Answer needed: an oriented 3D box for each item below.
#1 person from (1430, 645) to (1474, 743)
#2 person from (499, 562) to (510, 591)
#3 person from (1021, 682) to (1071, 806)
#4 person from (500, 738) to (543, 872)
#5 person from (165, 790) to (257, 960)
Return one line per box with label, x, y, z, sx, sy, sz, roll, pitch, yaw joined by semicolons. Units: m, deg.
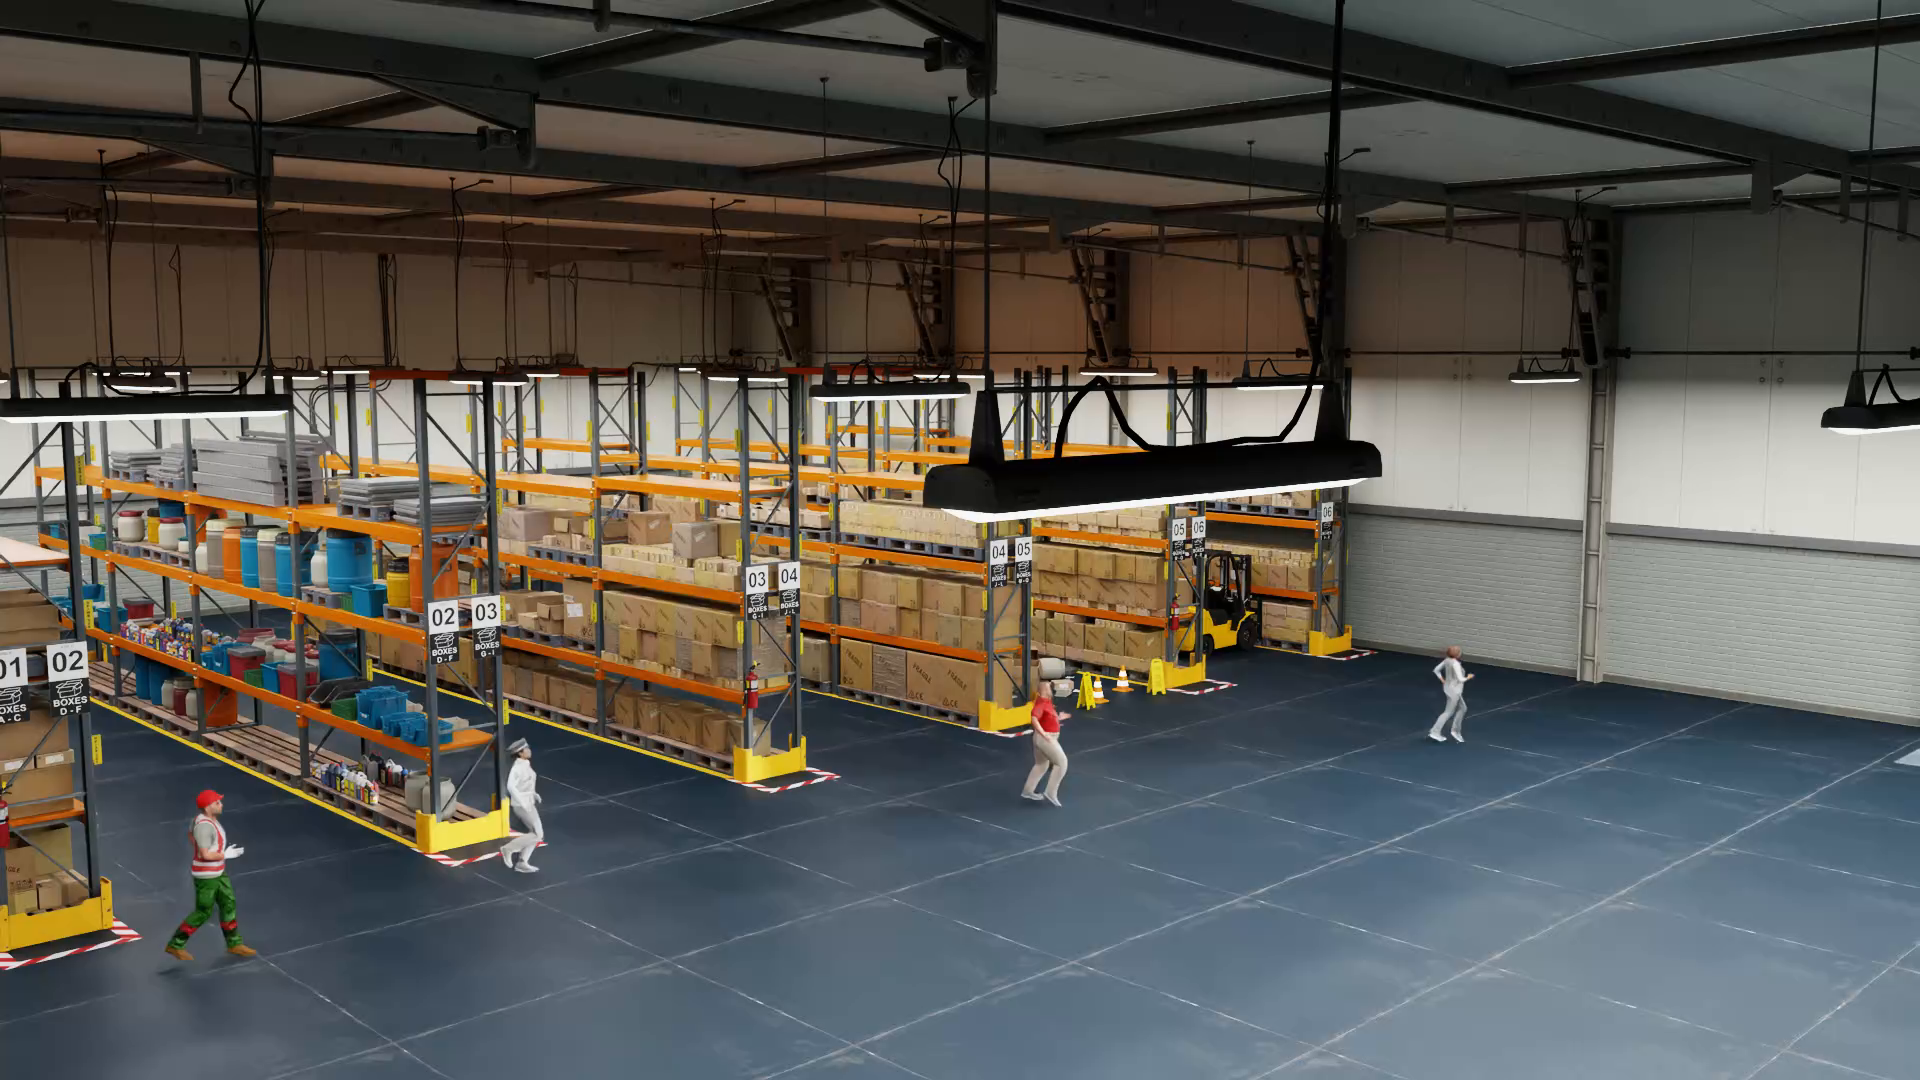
person;7.967;2.500;26.908;0.711;1.638;0.504;0;6;0
person;-10.371;1.300;37.390;0.607;1.662;0.619;-4;8;-33
person;1.224;2.866;23.313;0.719;1.790;0.639;-1;7;-11
person;-5.377;3.239;20.354;0.511;1.651;0.646;-2;7;-15
person;-7.812;3.488;17.270;0.867;1.818;0.680;-2;7;-17
